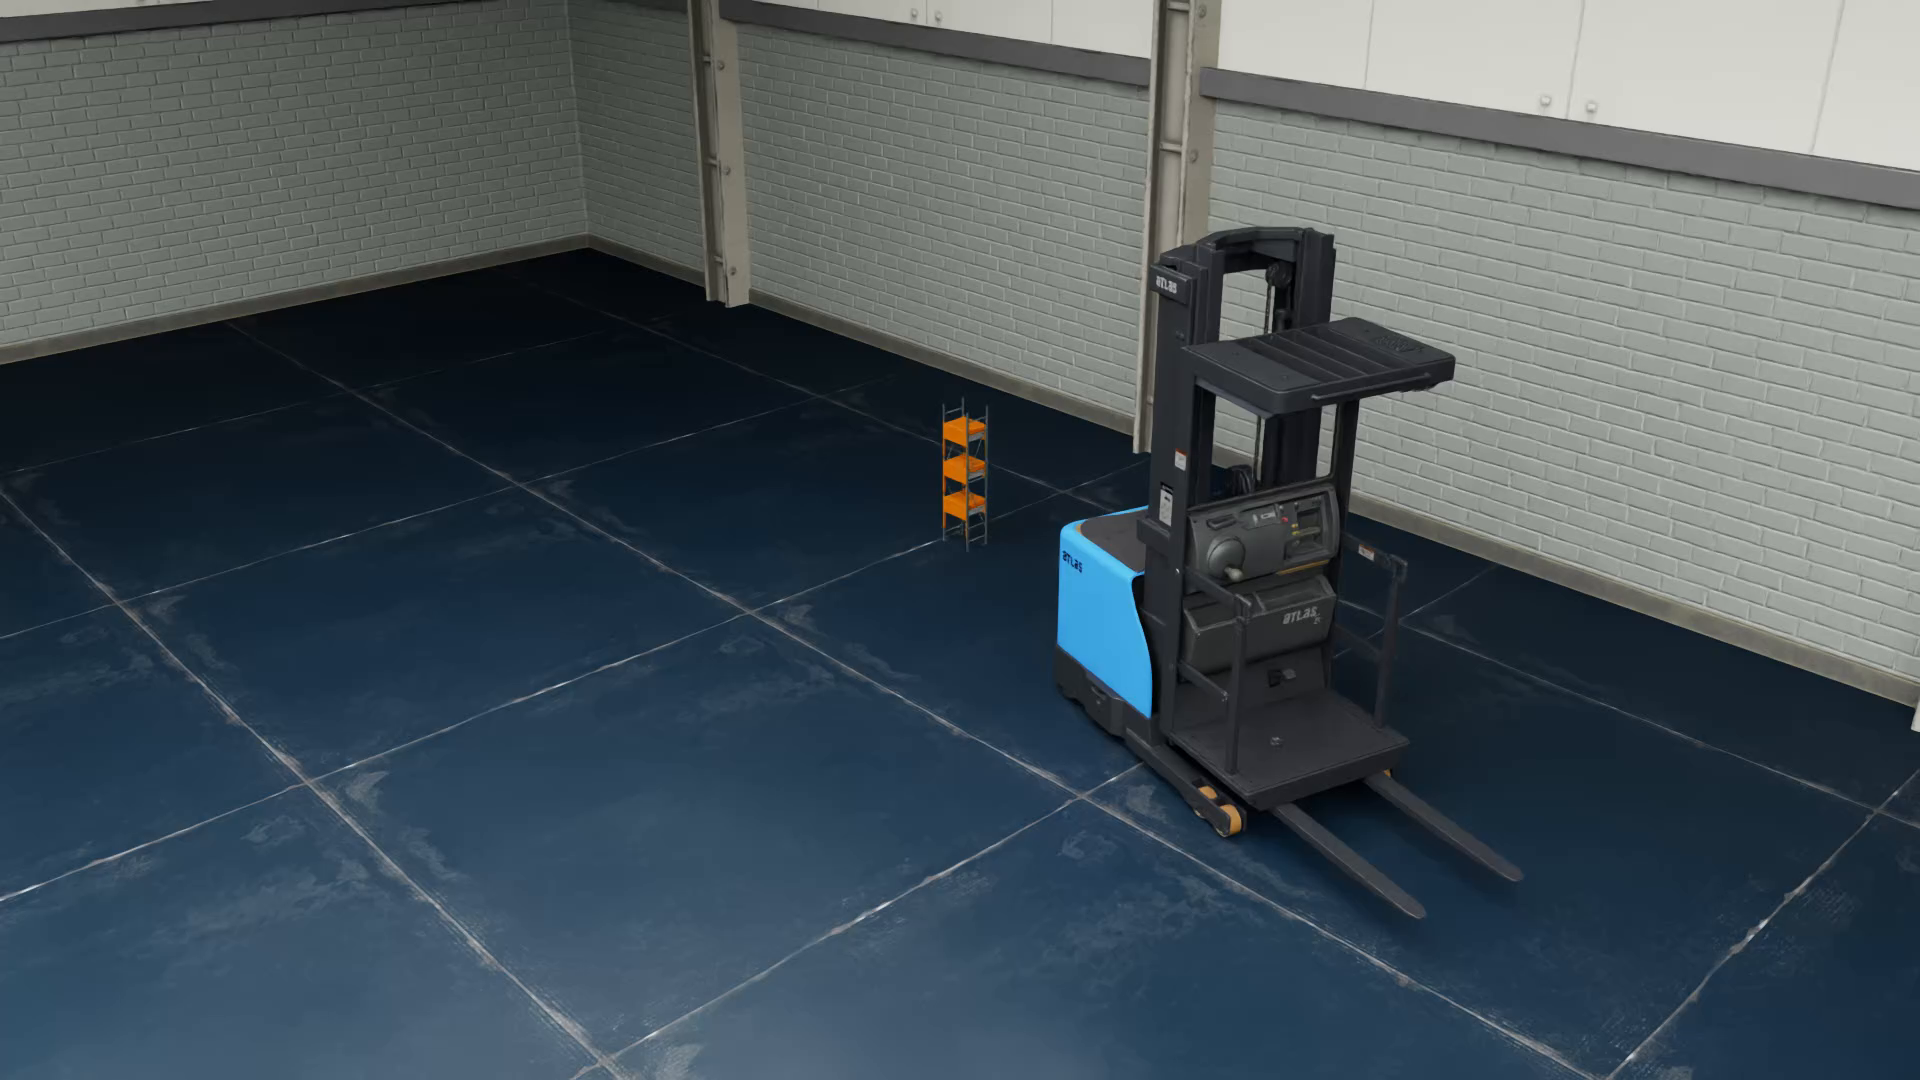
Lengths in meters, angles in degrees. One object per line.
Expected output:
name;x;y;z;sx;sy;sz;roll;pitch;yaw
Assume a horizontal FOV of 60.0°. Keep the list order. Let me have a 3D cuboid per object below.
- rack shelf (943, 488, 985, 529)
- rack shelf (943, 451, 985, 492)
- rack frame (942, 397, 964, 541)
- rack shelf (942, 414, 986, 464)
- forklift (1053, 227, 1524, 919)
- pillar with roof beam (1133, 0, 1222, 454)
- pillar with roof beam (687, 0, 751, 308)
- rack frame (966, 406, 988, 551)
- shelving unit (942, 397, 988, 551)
rack shelf;0.037;-0.199;11.913;0.215;0.259;0.240;-21;32;-38
rack shelf;0.037;-0.452;11.798;0.215;0.259;0.240;-21;32;-38
rack frame;-0.047;-0.498;11.874;0.200;1.050;0.008;-21;32;-38
rack shelf;0.037;-0.710;11.680;0.215;0.259;0.240;-21;32;-38
forklift;1.701;-0.002;8.520;1.130;2.935;3.031;-12;27;-25
pillar with roof beam;-1.483;-3.579;9.050;9.100;9.000;0.400;-21;32;-38
pillar with roof beam;-5.584;-5.397;13.035;9.100;9.000;0.400;-21;32;-38
rack frame;0.120;-0.424;11.712;0.200;1.050;0.008;-21;32;-38
shelving unit;0.037;-0.461;11.793;0.215;1.050;0.252;-21;32;-38
